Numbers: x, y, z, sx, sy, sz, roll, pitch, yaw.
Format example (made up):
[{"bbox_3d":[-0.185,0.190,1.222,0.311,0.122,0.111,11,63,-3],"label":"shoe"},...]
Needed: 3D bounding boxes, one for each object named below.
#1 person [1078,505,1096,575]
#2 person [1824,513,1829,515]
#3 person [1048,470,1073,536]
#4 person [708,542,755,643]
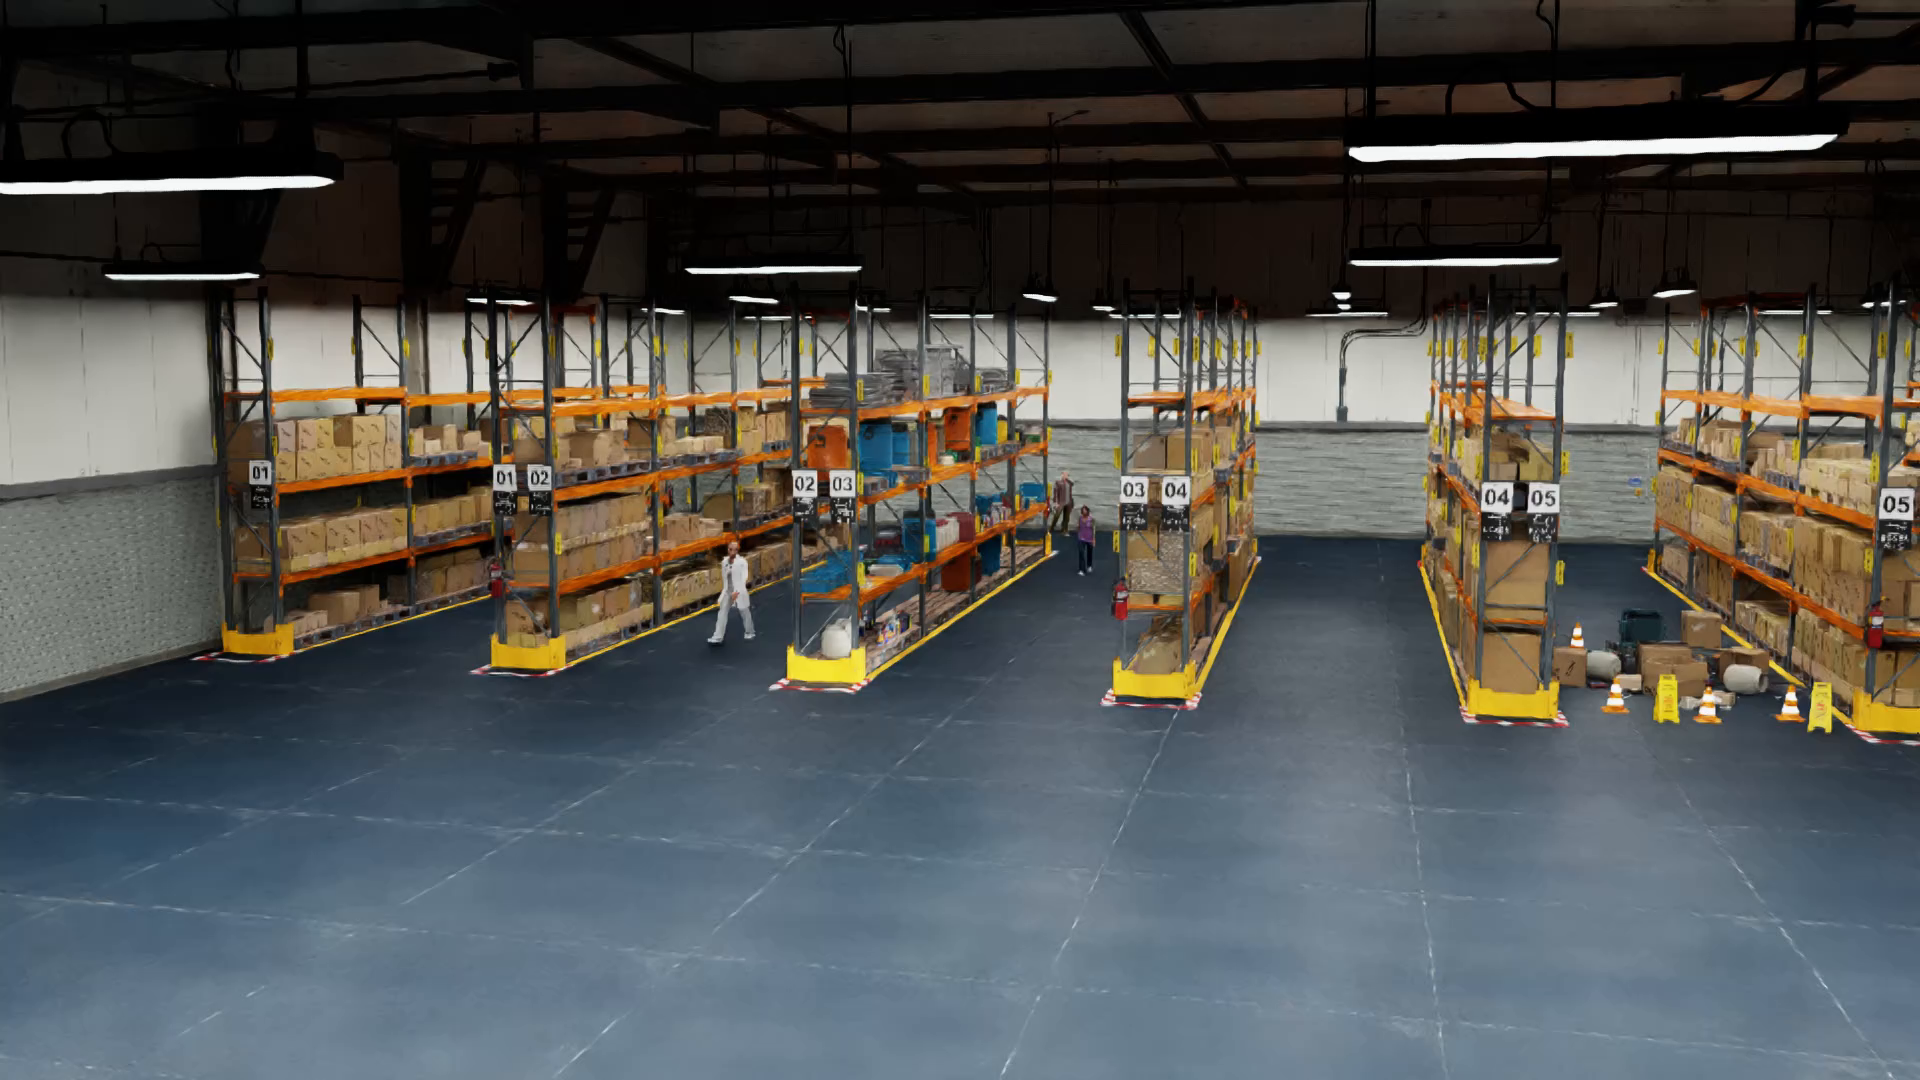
[{"bbox_3d":[2.822,-0.016,36.980,0.432,1.539,0.948,1,7,12],"label":"person"},{"bbox_3d":[17.889,0.158,34.514,0.603,1.744,0.674,4,8,32],"label":"person"},{"bbox_3d":[2.668,-0.998,44.577,0.767,1.769,0.537,-3,7,-26],"label":"person"},{"bbox_3d":[-3.857,0.881,28.321,0.576,1.712,1.089,3,7,22],"label":"person"}]
